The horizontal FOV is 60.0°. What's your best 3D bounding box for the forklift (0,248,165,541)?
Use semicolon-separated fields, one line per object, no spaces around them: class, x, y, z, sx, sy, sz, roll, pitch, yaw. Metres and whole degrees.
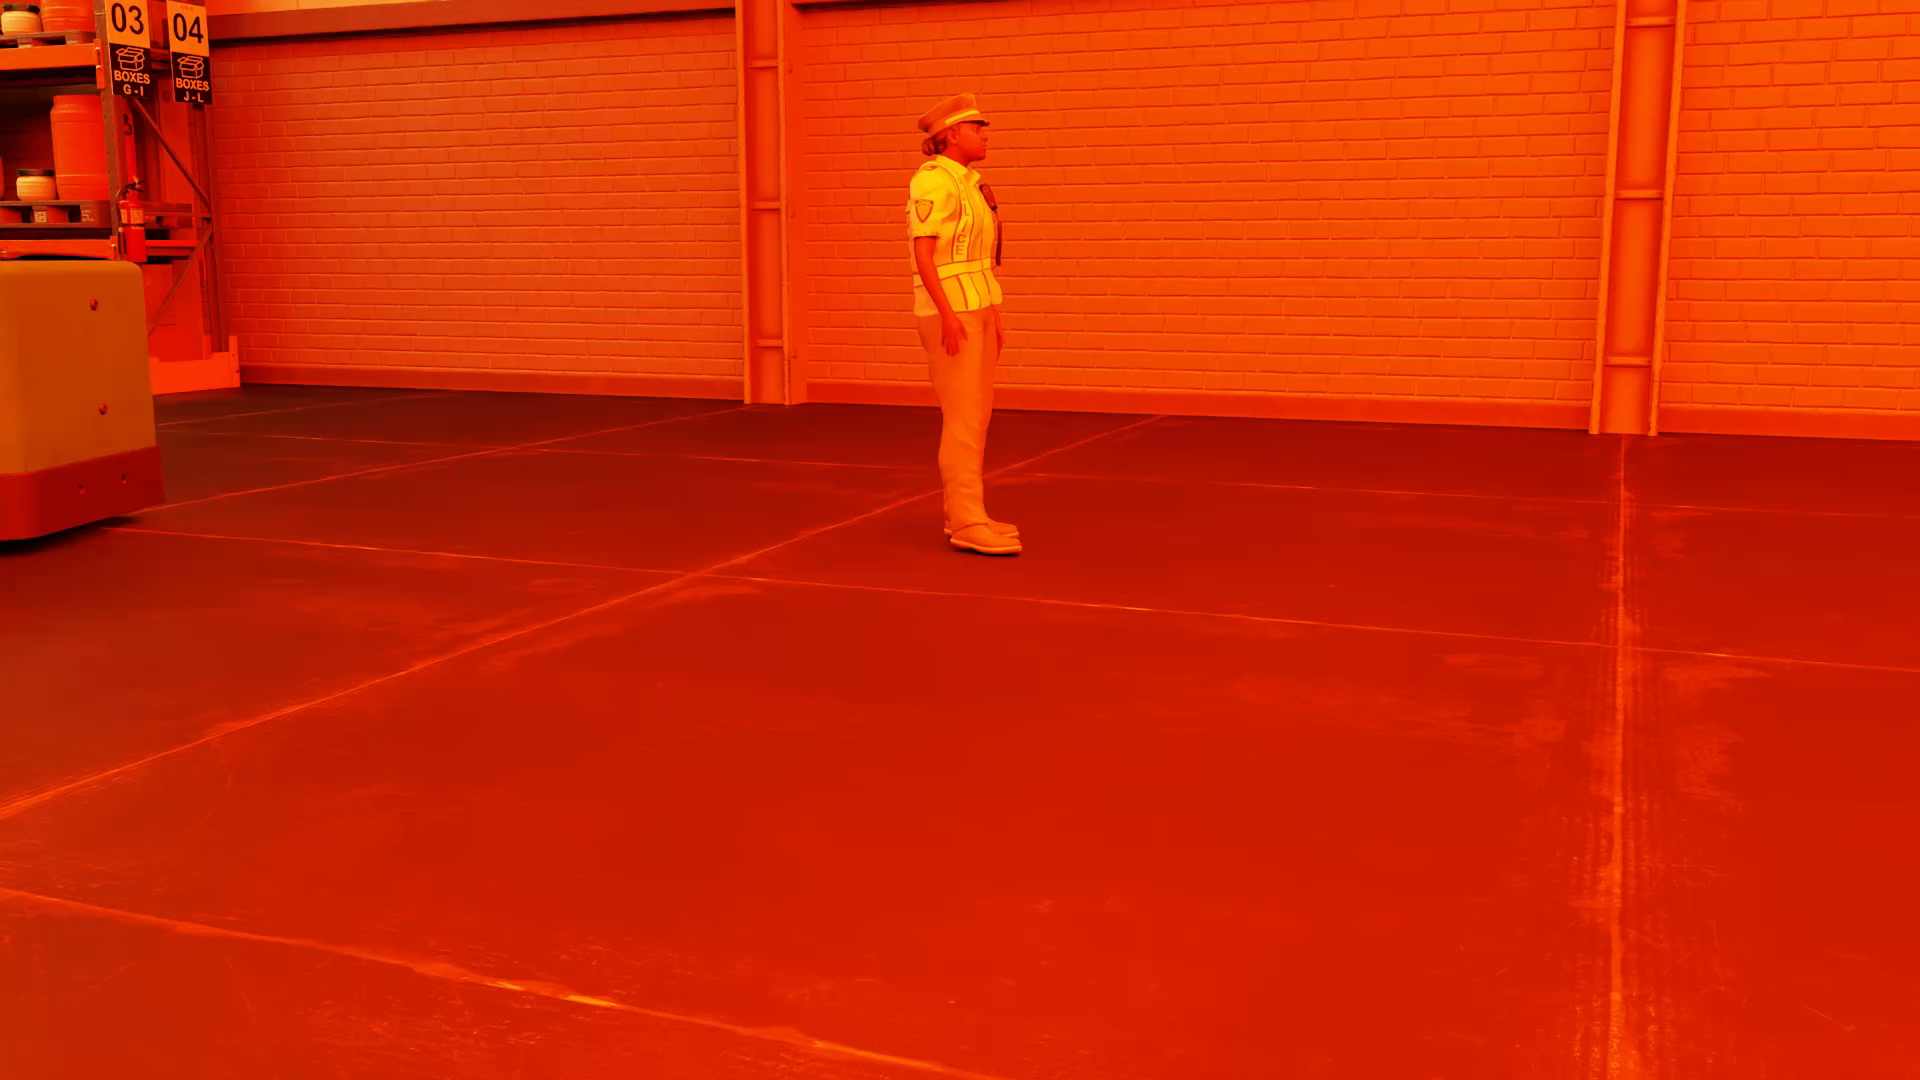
forklift;-4.876;-1.471;6.394;3.031;2.935;1.130;0;10;3

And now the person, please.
person;0.062;-0.835;6.297;0.530;1.695;0.569;4;10;21
